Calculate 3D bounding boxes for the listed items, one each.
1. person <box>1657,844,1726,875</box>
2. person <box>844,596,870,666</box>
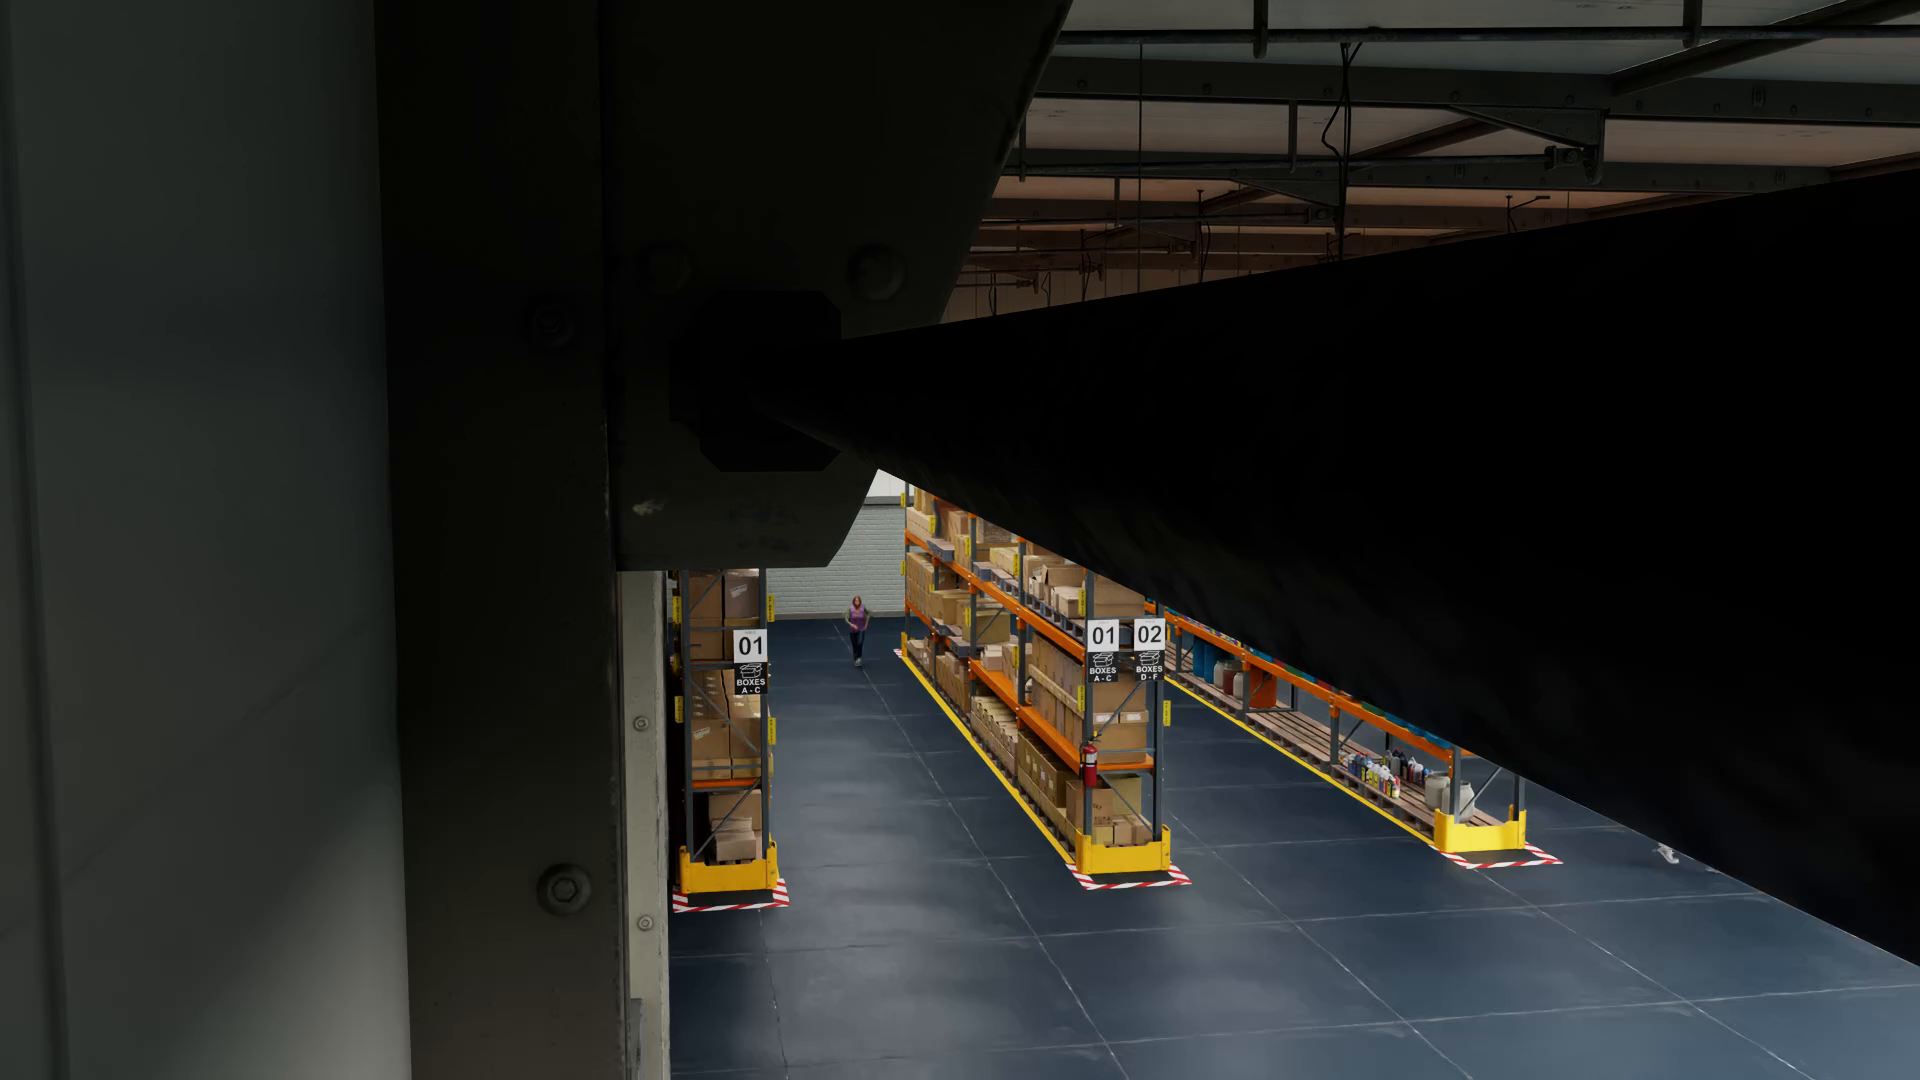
[{"bbox_3d":[9.279,3.336,20.969,0.821,1.654,0.490,1,6,14],"label":"person"},{"bbox_3d":[-2.163,1.915,35.152,0.531,1.517,0.795,0,6,1],"label":"person"}]
